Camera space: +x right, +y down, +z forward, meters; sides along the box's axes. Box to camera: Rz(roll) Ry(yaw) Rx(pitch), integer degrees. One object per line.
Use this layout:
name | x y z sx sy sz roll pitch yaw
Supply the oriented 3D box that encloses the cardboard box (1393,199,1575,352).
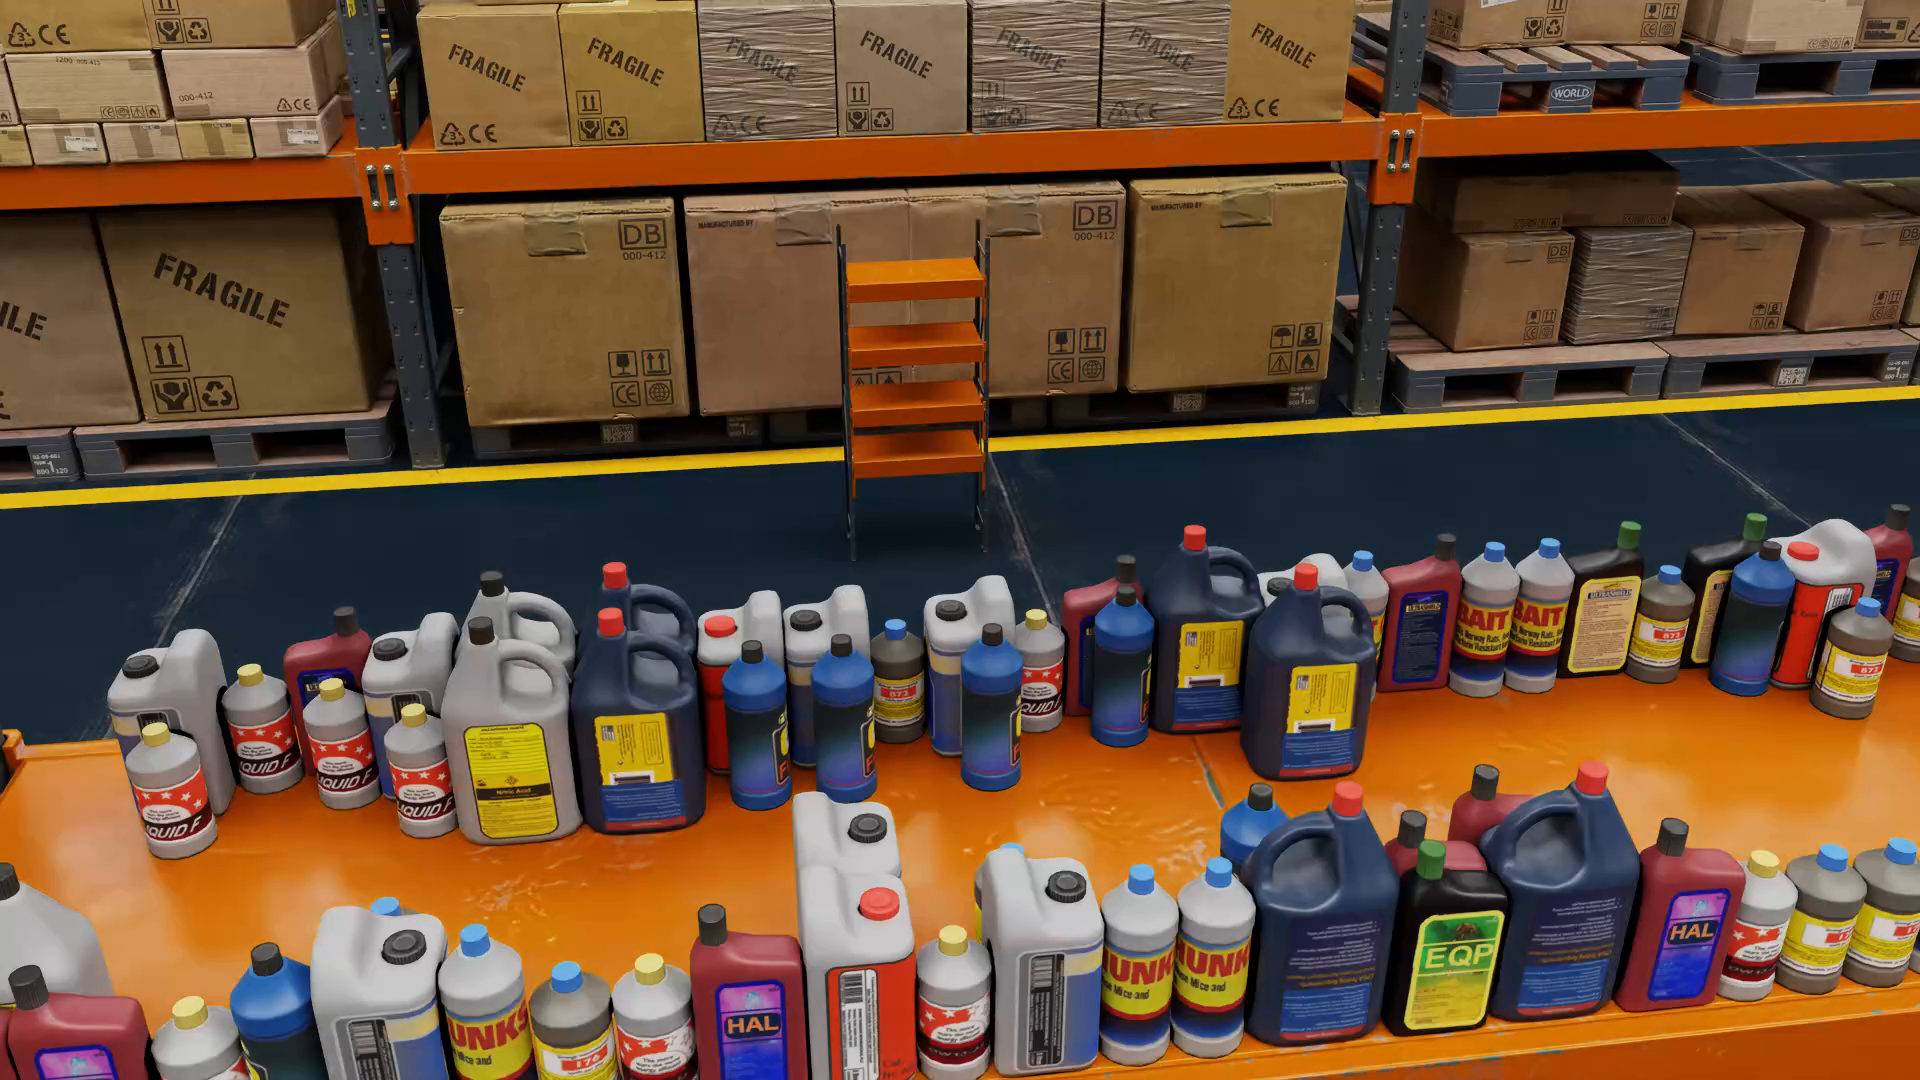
cardboard box | 2.376 -1.236 7.630 0.500 0.500 0.700 -5 28 -10

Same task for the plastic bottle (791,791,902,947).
plastic bottle | -0.148 0.463 2.198 0.135 0.276 0.152 -4 27 -7

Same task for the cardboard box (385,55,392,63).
cardboard box | -3.913 -3.103 11.024 0.250 0.149 0.380 -3 27 -5

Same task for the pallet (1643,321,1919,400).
pallet | 3.695 -0.985 7.939 1.213 0.211 1.003 -4 27 -7

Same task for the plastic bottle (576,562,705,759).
plastic bottle | -0.508 0.196 2.636 0.185 0.351 0.144 -4 27 -7

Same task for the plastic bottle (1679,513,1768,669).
plastic bottle | 1.335 0.089 2.919 0.133 0.283 0.061 -4 27 -7

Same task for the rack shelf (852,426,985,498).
rack shelf | -0.164 -0.287 6.077 0.480 0.148 0.258 -4 27 -7

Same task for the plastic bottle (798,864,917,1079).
plastic bottle | -0.127 0.532 2.064 0.135 0.276 0.152 -4 27 -7

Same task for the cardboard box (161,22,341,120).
cardboard box | -2.646 -1.765 6.243 0.500 0.250 0.500 -4 27 -8

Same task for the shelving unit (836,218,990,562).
shelving unit | -0.164 -0.523 5.956 0.503 1.200 0.258 -4 27 -7

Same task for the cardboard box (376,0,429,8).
cardboard box | -5.149 -5.325 15.688 0.875 0.438 0.875 -4 27 -9

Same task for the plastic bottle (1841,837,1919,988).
plastic bottle | 1.237 0.490 2.227 0.097 0.201 0.097 0 27 0

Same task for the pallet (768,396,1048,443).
pallet | -0.281 -0.768 7.516 1.213 0.211 1.003 -4 27 -7

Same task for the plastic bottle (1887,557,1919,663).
plastic bottle | 1.717 0.109 2.969 0.097 0.201 0.097 0 27 0

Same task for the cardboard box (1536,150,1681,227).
cardboard box | 2.899 -1.613 7.542 0.500 0.250 0.500 -1 27 -1

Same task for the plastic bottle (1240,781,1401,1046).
plastic bottle | 0.454 0.463 2.116 0.185 0.351 0.144 -4 27 -7

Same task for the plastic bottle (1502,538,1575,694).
plastic bottle | 0.995 0.124 2.863 0.097 0.271 0.097 0 27 0

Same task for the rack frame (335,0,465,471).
rack frame | -2.245 -1.846 6.563 0.127 3.000 1.000 -4 27 -7

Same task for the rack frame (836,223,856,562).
rack frame | -0.406 -0.508 5.925 0.015 1.200 0.240 -4 27 -7

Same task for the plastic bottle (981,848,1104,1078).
plastic bottle | 0.103 0.517 2.093 0.135 0.276 0.152 -4 27 -7

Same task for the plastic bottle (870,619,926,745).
plastic bottle | -0.105 0.226 2.741 0.097 0.201 0.097 0 27 0

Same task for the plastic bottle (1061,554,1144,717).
plastic bottle | 0.237 0.159 2.782 0.133 0.283 0.061 -4 27 -7

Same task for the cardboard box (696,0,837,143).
cardboard box | -0.762 -1.871 6.502 0.500 0.500 0.500 -4 27 -8

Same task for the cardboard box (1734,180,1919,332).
cardboard box | 4.037 -1.352 7.855 0.500 0.500 0.700 -6 28 -12

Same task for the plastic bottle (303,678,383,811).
plastic bottle | -0.959 0.309 2.580 0.097 0.201 0.097 0 27 0

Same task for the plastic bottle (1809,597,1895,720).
plastic bottle | 1.510 0.193 2.807 0.097 0.201 0.097 0 27 0

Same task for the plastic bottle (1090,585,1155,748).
plastic bottle | 0.266 0.199 2.717 0.097 0.271 0.097 0 27 0

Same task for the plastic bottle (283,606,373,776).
plastic bottle | -0.987 0.238 2.628 0.133 0.283 0.061 -4 27 -7

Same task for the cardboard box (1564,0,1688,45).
cardboard box | 2.784 -2.465 7.199 0.500 0.500 0.700 0 27 1

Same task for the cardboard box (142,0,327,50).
cardboard box | -2.663 -2.096 6.065 0.500 0.500 0.500 -3 27 -6

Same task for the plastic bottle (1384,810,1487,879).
plastic bottle | 0.609 0.474 2.168 0.133 0.283 0.061 -4 27 -7

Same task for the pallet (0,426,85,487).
pallet | -4.220 -0.514 7.020 1.213 0.211 1.003 -4 27 -7

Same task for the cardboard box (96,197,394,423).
cardboard box | -2.910 -1.082 6.941 0.875 0.875 0.875 -4 27 -7

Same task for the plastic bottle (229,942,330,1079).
plastic bottle | -0.793 0.589 1.957 0.097 0.271 0.097 0 27 0

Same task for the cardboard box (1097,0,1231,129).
cardboard box | 0.767 -1.973 6.700 0.500 0.500 0.500 -4 27 -8

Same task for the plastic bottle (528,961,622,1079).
plastic bottle | -0.467 0.599 2.014 0.097 0.201 0.097 0 27 0

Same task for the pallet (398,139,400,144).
pallet | -3.497 -2.796 11.467 1.213 0.211 1.003 -4 27 -7

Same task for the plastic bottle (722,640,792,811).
plastic bottle | -0.313 0.279 2.562 0.097 0.271 0.097 0 27 0

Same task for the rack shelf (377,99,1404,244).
rack shelf | -0.265 -1.654 6.975 4.000 0.370 1.077 -4 27 -7

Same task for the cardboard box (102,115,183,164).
cardboard box | -3.011 -1.534 6.230 0.250 0.149 0.380 -4 27 -8

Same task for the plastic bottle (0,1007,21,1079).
plastic bottle | -1.133 0.614 1.895 0.133 0.283 0.061 -4 27 -7

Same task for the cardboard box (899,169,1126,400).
cardboard box | 0.146 -1.255 7.277 0.875 0.875 1.225 -4 27 -7

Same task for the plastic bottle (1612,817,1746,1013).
plastic bottle | 0.933 0.481 2.154 0.133 0.283 0.061 -4 27 -7

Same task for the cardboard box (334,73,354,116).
cardboard box | -2.585 -1.866 6.877 0.250 0.149 0.380 -4 27 -7

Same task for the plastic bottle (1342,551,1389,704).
plastic bottle | 0.670 0.145 2.822 0.097 0.271 0.097 0 27 0
